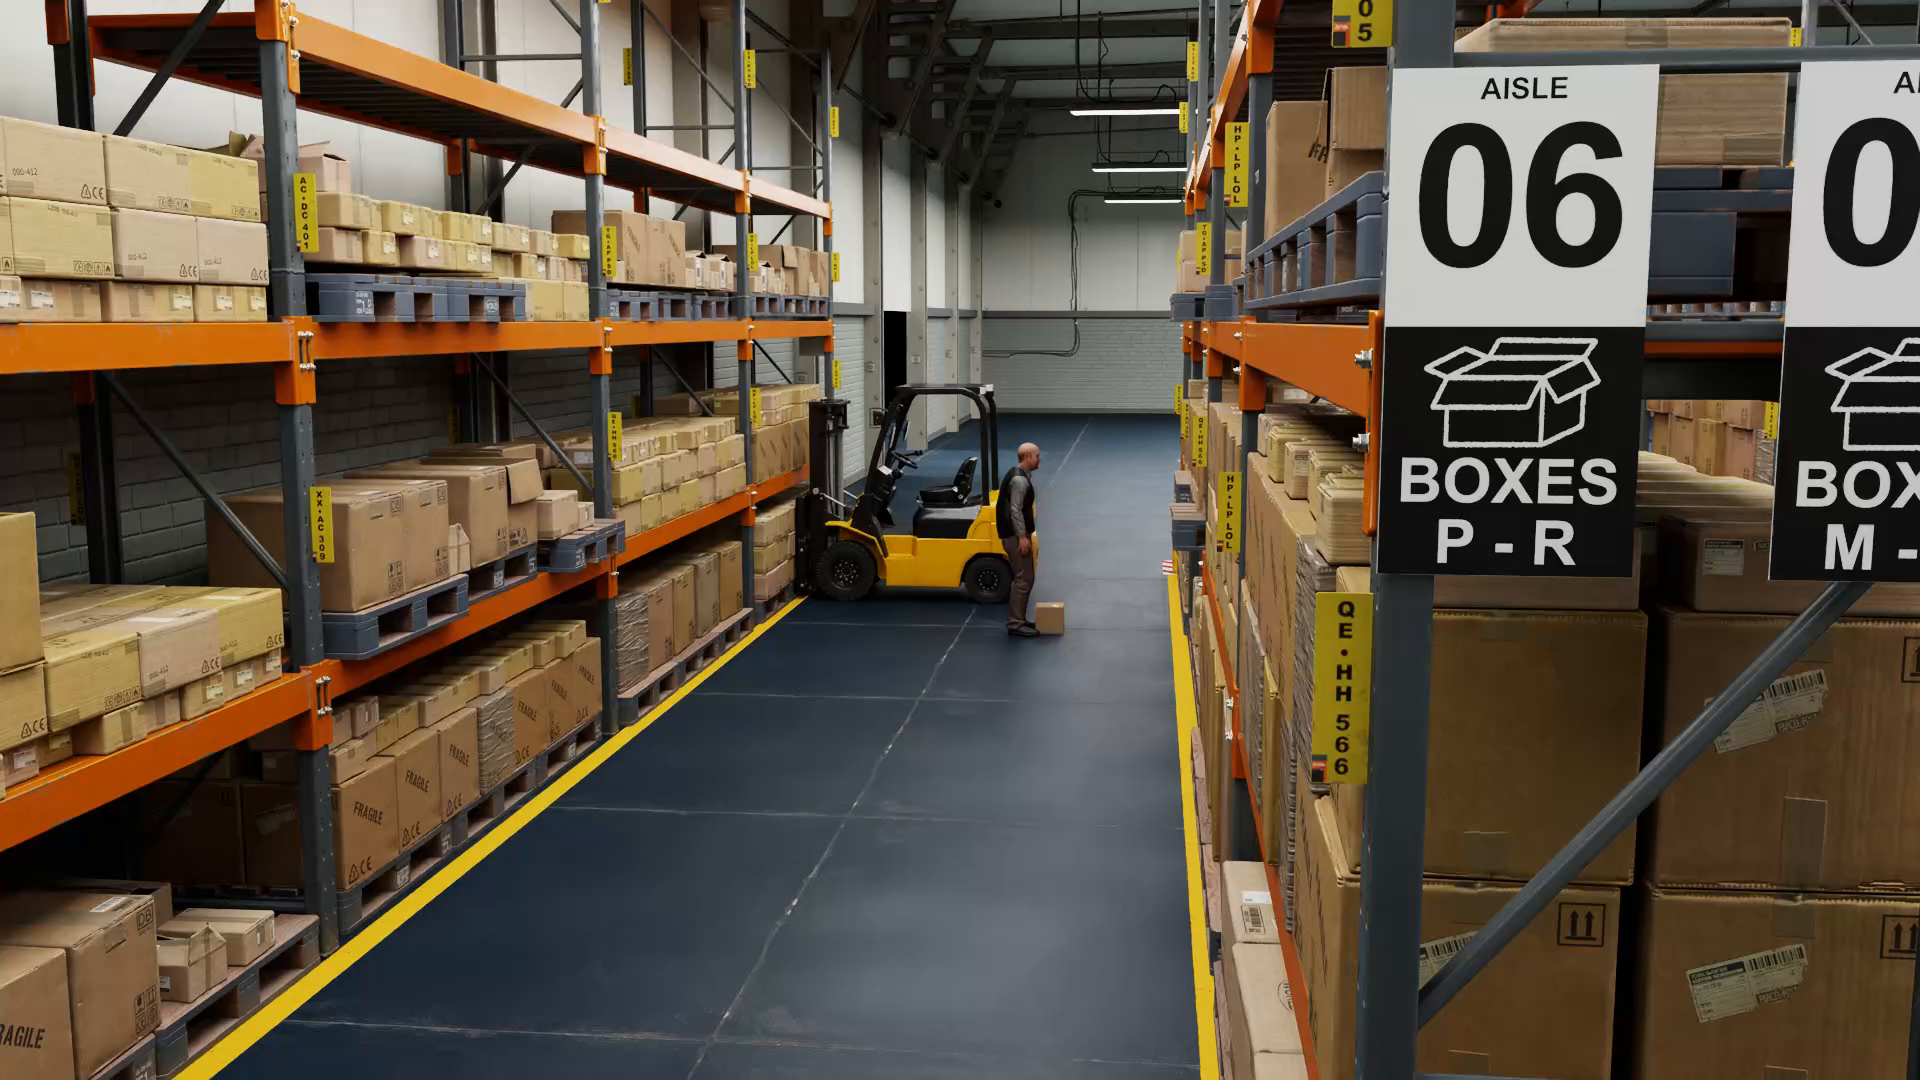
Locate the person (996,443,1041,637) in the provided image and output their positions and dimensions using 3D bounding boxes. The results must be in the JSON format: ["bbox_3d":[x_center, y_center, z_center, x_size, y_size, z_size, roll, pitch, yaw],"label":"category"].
[{"bbox_3d":[0.532,-0.020,15.037,0.422,1.719,0.581,0,8,3],"label":"person"}]
